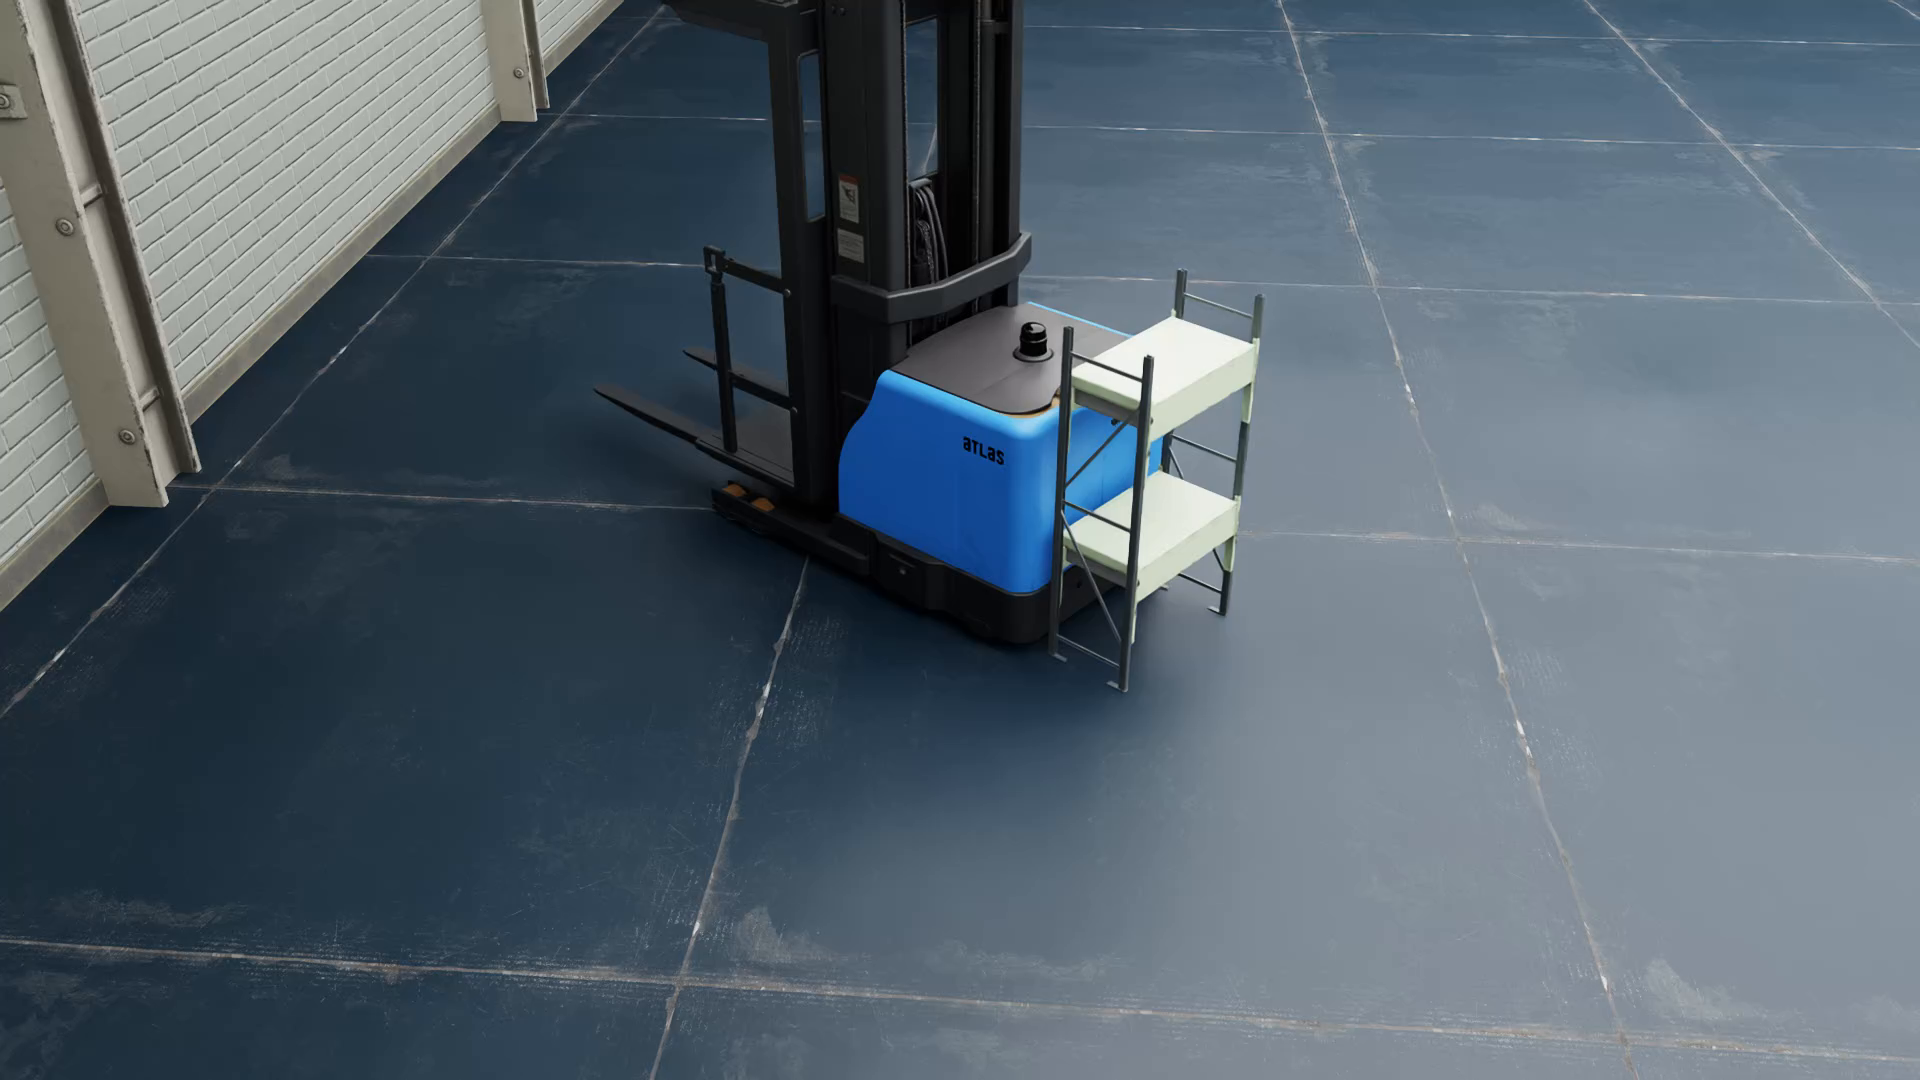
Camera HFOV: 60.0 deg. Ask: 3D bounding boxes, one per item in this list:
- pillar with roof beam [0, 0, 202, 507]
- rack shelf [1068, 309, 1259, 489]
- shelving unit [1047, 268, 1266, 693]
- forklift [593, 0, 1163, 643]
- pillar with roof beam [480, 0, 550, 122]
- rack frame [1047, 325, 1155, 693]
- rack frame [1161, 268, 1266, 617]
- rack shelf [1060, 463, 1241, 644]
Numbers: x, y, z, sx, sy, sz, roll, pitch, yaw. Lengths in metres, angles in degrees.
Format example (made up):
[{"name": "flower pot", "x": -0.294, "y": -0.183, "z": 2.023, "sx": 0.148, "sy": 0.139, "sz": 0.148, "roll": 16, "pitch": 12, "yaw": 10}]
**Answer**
[{"name": "pillar with roof beam", "x": 0.320, "y": -3.915, "z": 5.525, "sx": 9.100, "sy": 9.000, "sz": 0.400, "roll": 2, "pitch": 32, "yaw": 4}, {"name": "rack shelf", "x": 0.778, "y": -0.563, "z": 6.483, "sx": 0.431, "sy": 0.370, "sz": 0.720, "roll": 26, "pitch": 40, "yaw": 34}, {"name": "shelving unit", "x": 0.774, "y": -0.233, "z": 6.691, "sx": 0.431, "sy": 1.500, "sz": 0.755, "roll": 26, "pitch": 40, "yaw": 34}, {"name": "forklift", "x": -0.541, "y": -1.462, "z": 7.328, "sx": 3.031, "sy": 2.935, "sz": 1.130, "roll": 24, "pitch": 39, "yaw": 34}, {"name": "pillar with roof beam", "x": 0.808, "y": -7.052, "z": 10.616, "sx": 9.100, "sy": 9.000, "sz": 0.400, "roll": 2, "pitch": 32, "yaw": 4}, {"name": "rack frame", "x": 0.532, "y": -0.089, "z": 6.458, "sx": 0.400, "sy": 1.500, "sz": 0.023, "roll": 26, "pitch": 40, "yaw": 34}, {"name": "rack frame", "x": 1.016, "y": -0.377, "z": 6.925, "sx": 0.400, "sy": 1.500, "sz": 0.023, "roll": 26, "pitch": 40, "yaw": 34}, {"name": "rack shelf", "x": 0.770, "y": 0.043, "z": 6.865, "sx": 0.431, "sy": 0.370, "sz": 0.720, "roll": 26, "pitch": 40, "yaw": 34}]
